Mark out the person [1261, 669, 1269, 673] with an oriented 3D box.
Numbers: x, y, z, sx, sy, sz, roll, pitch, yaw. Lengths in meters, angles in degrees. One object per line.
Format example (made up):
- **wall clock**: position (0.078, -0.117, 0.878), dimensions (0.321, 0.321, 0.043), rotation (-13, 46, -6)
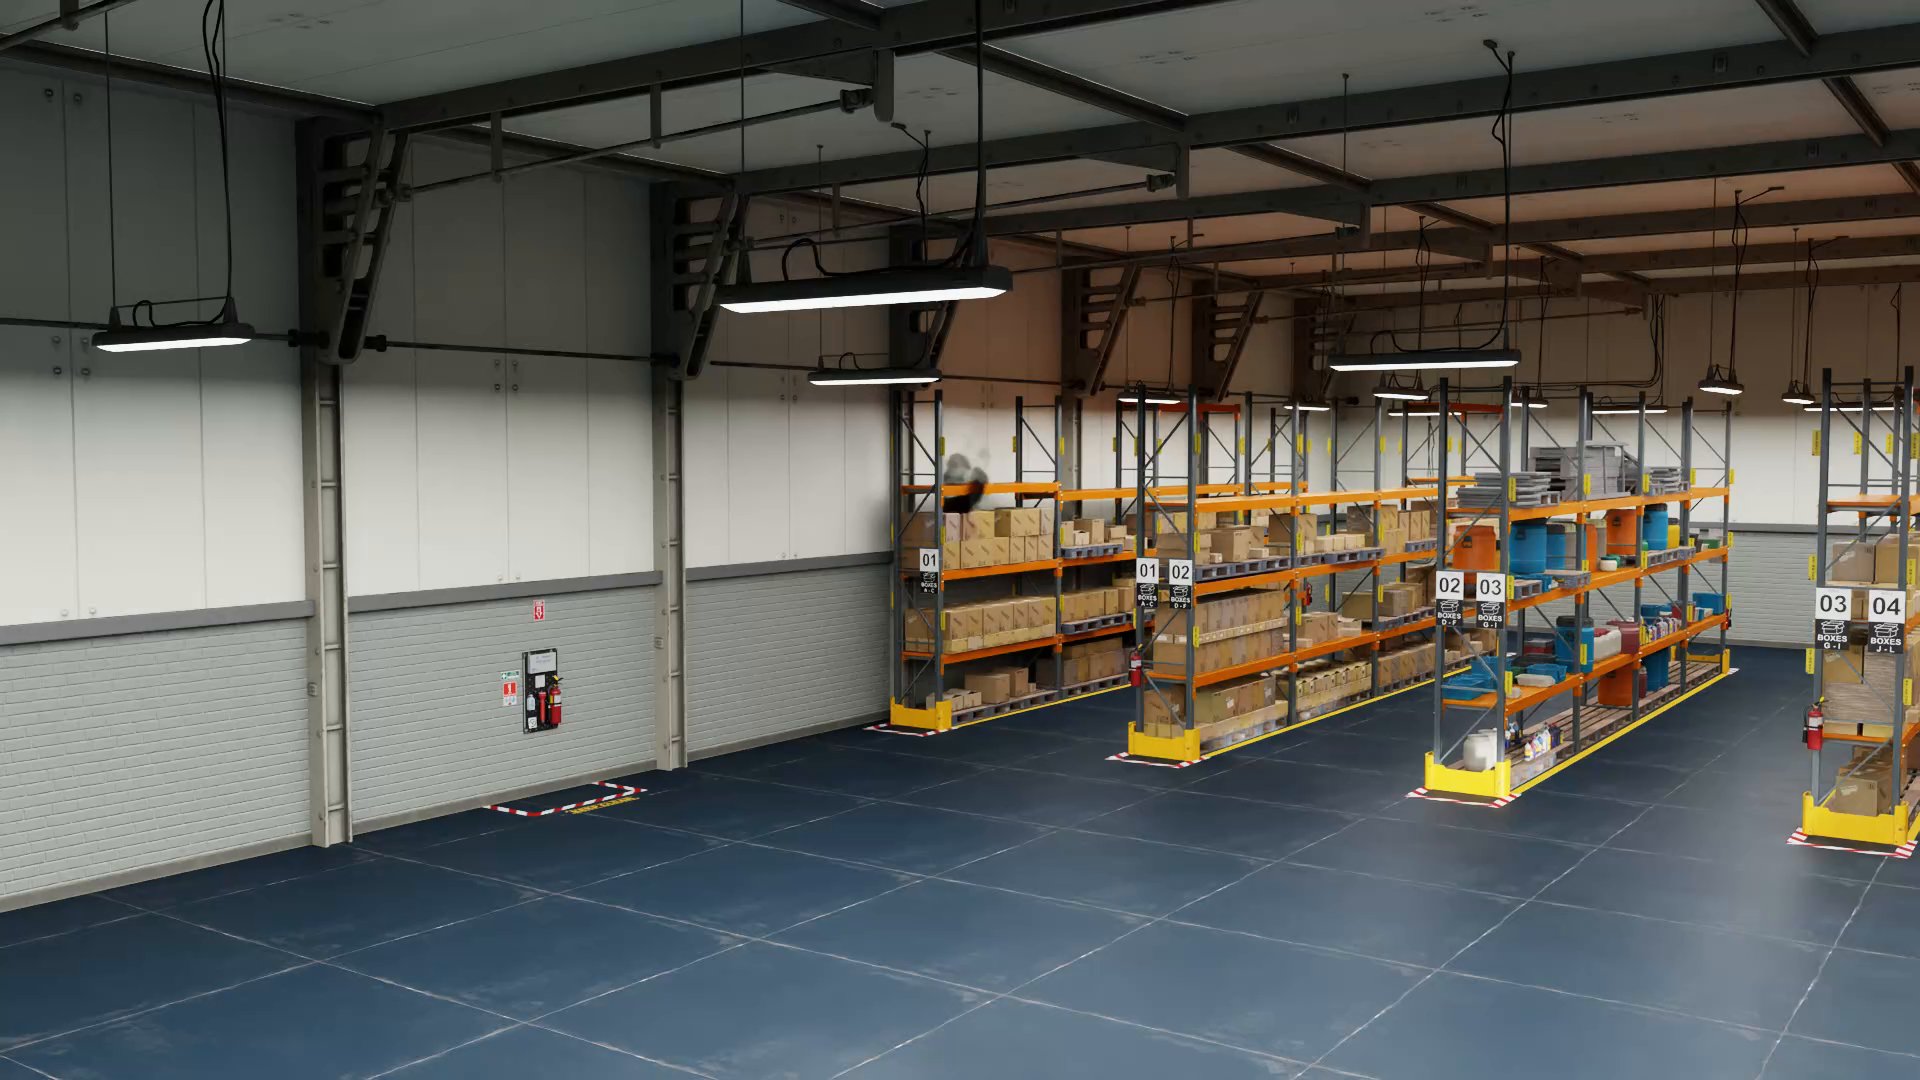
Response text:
- **person**: position (6.118, 2.162, 34.400), dimensions (0.677, 1.793, 0.825), rotation (2, 4, 32)
